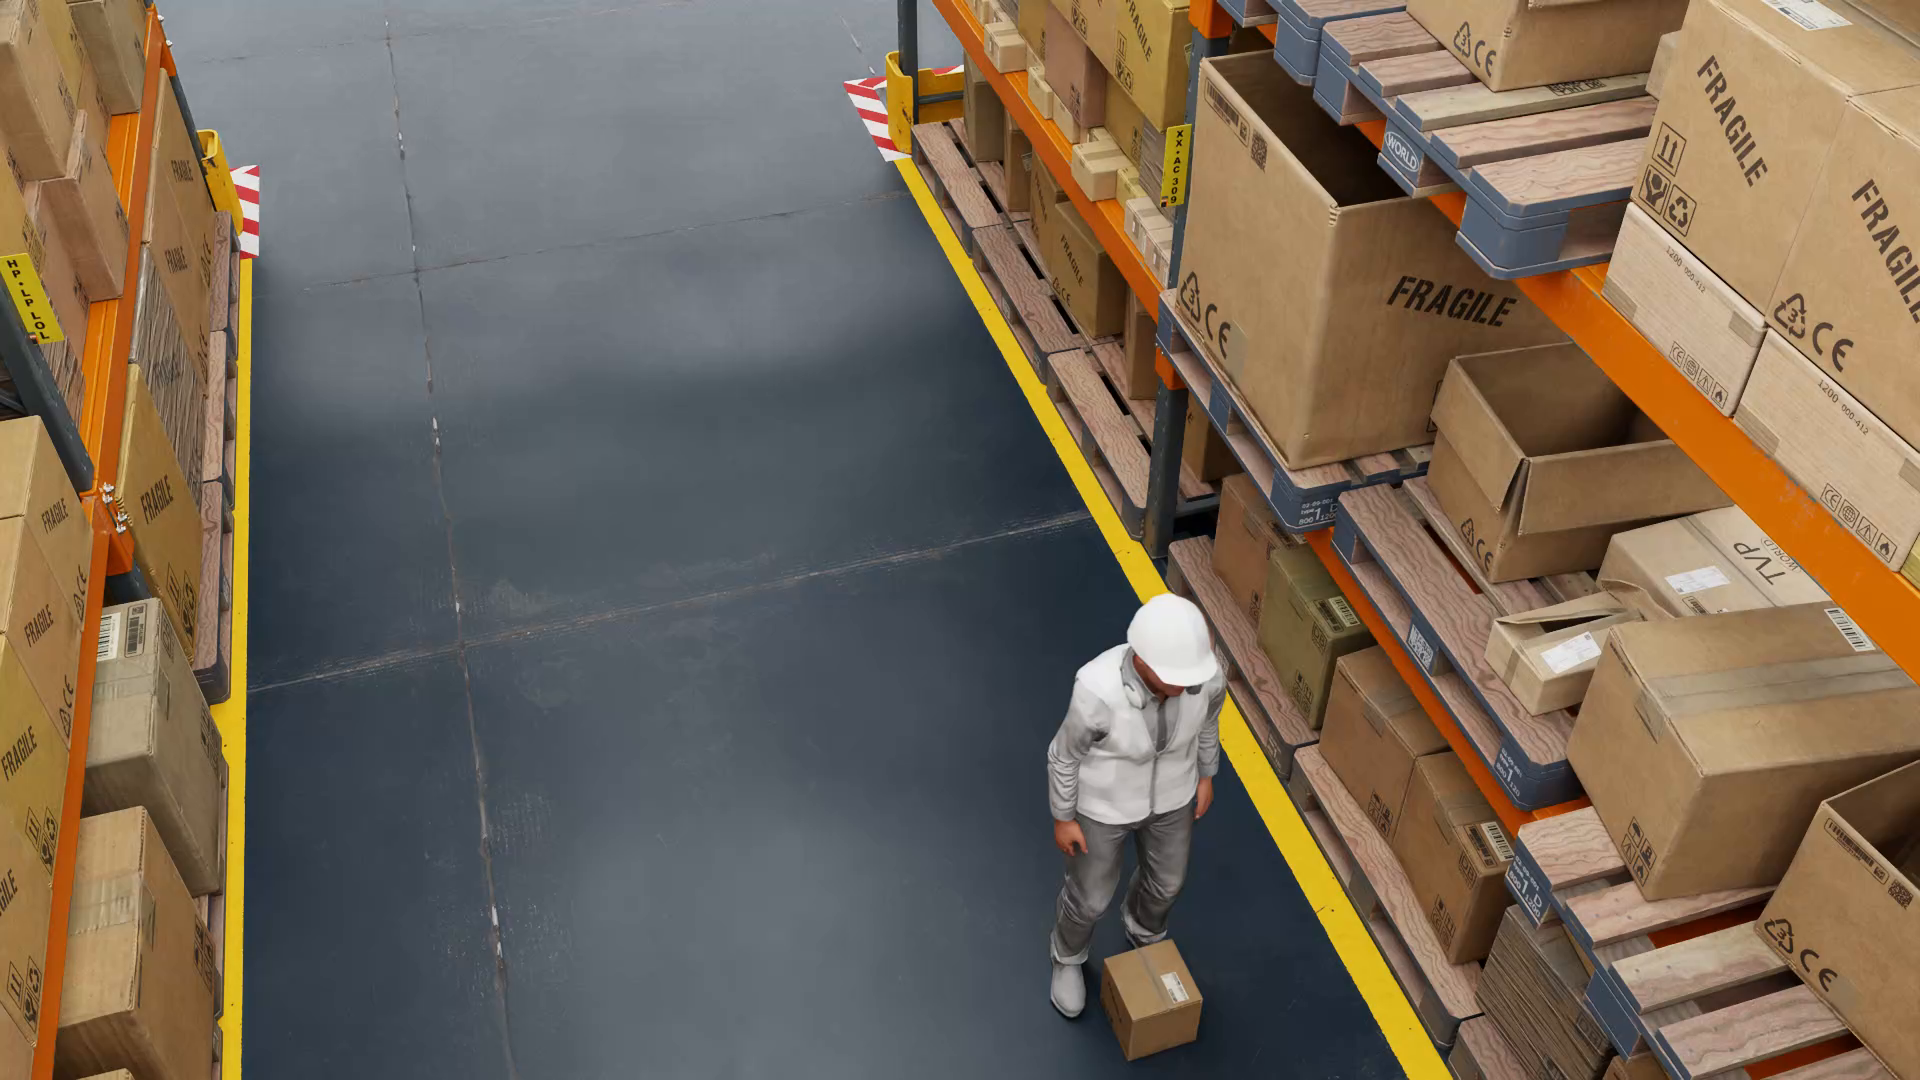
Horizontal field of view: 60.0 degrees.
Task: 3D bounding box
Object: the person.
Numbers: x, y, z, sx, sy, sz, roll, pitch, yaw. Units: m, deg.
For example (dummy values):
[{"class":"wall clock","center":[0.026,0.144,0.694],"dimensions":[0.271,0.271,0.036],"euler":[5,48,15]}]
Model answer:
[{"class":"person","center":[0.552,0.807,5.244],"dimensions":[0.579,1.769,0.466],"euler":[-14,44,-15]}]
